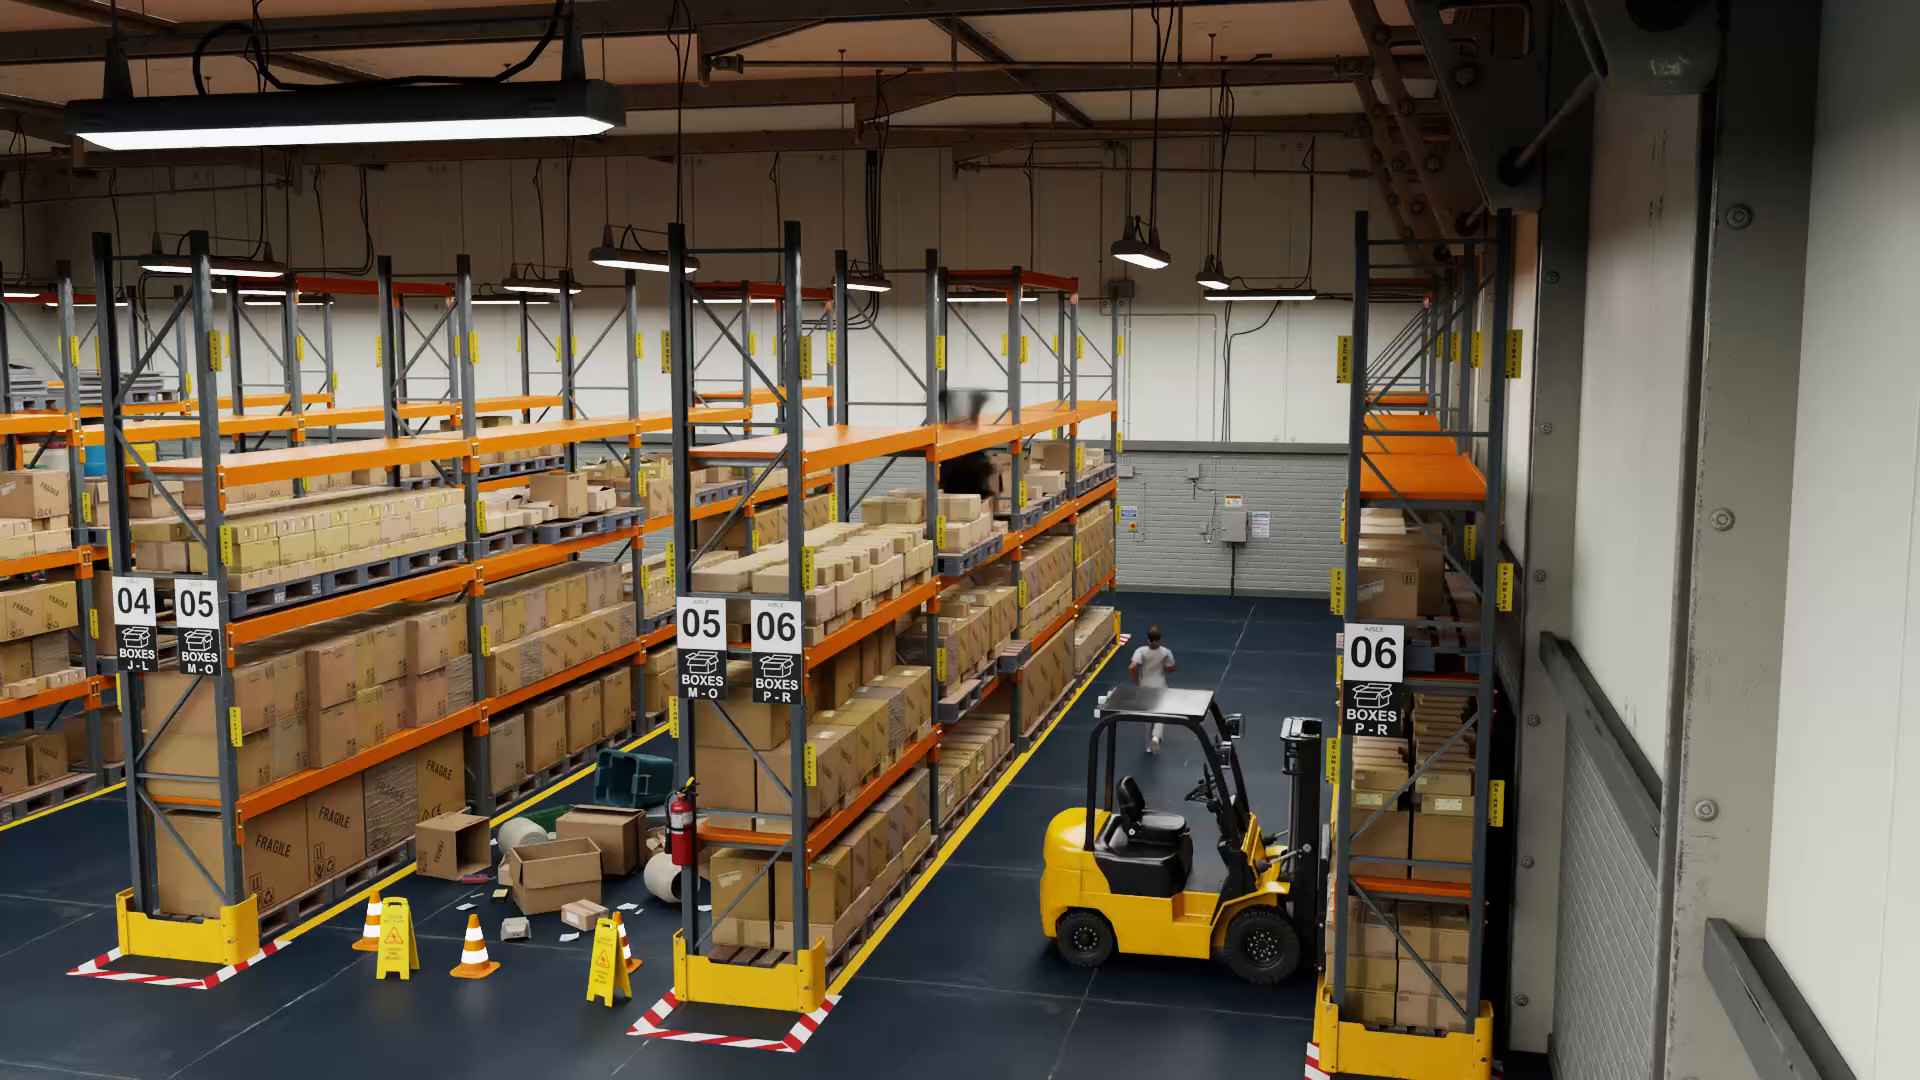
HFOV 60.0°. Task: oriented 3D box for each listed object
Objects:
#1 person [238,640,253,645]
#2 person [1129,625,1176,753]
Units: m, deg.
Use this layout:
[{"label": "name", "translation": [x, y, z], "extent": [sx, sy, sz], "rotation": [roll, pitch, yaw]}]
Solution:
[{"label": "person", "translation": [-8.362, 1.972, 19.813], "extent": [0.656, 1.673, 0.857], "rotation": [-5, 9, -36]}, {"label": "person", "translation": [2.365, 1.855, 20.482], "extent": [0.568, 1.635, 0.838], "rotation": [1, 7, 9]}]
